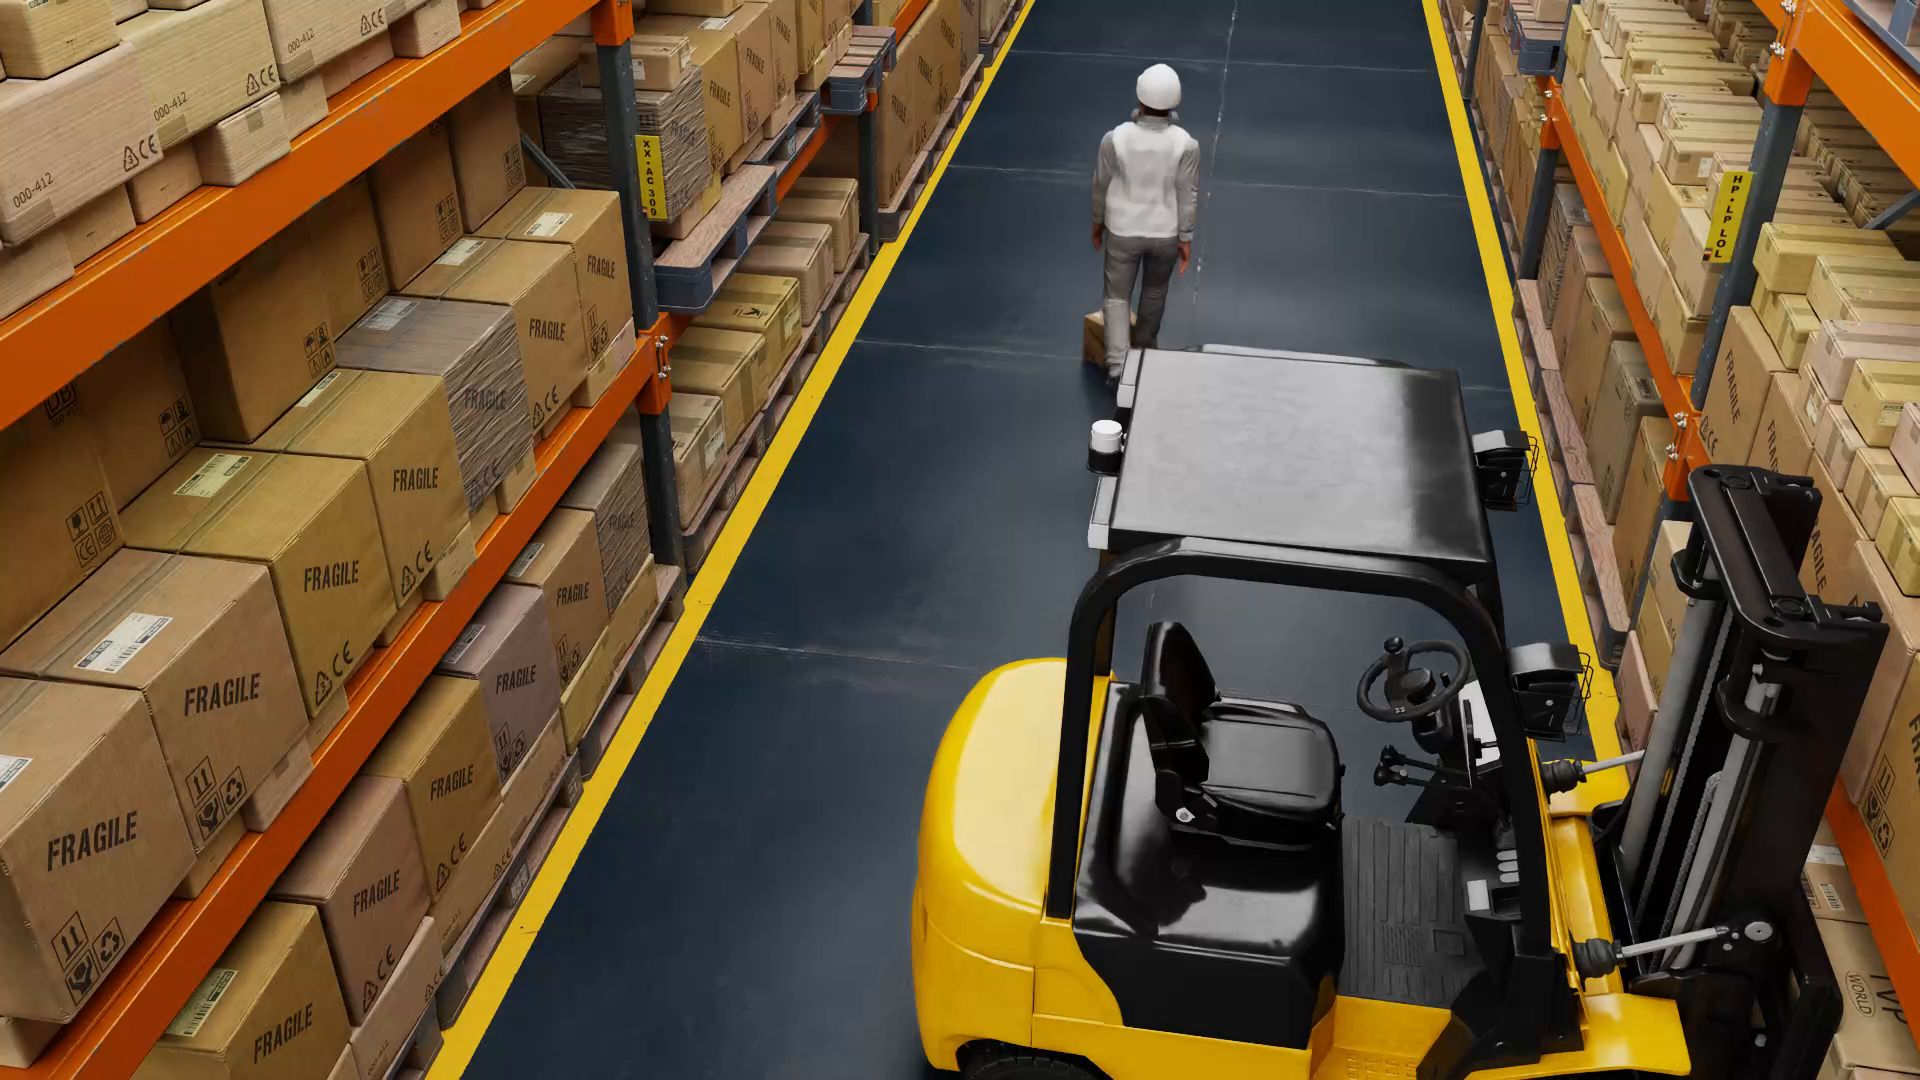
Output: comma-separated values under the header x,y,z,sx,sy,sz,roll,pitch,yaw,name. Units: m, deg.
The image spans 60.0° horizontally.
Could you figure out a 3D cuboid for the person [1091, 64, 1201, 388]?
x,y,z,sx,sy,sz,roll,pitch,yaw,name
0.951,-1.628,8.699,0.543,1.737,0.900,2,32,3,person
